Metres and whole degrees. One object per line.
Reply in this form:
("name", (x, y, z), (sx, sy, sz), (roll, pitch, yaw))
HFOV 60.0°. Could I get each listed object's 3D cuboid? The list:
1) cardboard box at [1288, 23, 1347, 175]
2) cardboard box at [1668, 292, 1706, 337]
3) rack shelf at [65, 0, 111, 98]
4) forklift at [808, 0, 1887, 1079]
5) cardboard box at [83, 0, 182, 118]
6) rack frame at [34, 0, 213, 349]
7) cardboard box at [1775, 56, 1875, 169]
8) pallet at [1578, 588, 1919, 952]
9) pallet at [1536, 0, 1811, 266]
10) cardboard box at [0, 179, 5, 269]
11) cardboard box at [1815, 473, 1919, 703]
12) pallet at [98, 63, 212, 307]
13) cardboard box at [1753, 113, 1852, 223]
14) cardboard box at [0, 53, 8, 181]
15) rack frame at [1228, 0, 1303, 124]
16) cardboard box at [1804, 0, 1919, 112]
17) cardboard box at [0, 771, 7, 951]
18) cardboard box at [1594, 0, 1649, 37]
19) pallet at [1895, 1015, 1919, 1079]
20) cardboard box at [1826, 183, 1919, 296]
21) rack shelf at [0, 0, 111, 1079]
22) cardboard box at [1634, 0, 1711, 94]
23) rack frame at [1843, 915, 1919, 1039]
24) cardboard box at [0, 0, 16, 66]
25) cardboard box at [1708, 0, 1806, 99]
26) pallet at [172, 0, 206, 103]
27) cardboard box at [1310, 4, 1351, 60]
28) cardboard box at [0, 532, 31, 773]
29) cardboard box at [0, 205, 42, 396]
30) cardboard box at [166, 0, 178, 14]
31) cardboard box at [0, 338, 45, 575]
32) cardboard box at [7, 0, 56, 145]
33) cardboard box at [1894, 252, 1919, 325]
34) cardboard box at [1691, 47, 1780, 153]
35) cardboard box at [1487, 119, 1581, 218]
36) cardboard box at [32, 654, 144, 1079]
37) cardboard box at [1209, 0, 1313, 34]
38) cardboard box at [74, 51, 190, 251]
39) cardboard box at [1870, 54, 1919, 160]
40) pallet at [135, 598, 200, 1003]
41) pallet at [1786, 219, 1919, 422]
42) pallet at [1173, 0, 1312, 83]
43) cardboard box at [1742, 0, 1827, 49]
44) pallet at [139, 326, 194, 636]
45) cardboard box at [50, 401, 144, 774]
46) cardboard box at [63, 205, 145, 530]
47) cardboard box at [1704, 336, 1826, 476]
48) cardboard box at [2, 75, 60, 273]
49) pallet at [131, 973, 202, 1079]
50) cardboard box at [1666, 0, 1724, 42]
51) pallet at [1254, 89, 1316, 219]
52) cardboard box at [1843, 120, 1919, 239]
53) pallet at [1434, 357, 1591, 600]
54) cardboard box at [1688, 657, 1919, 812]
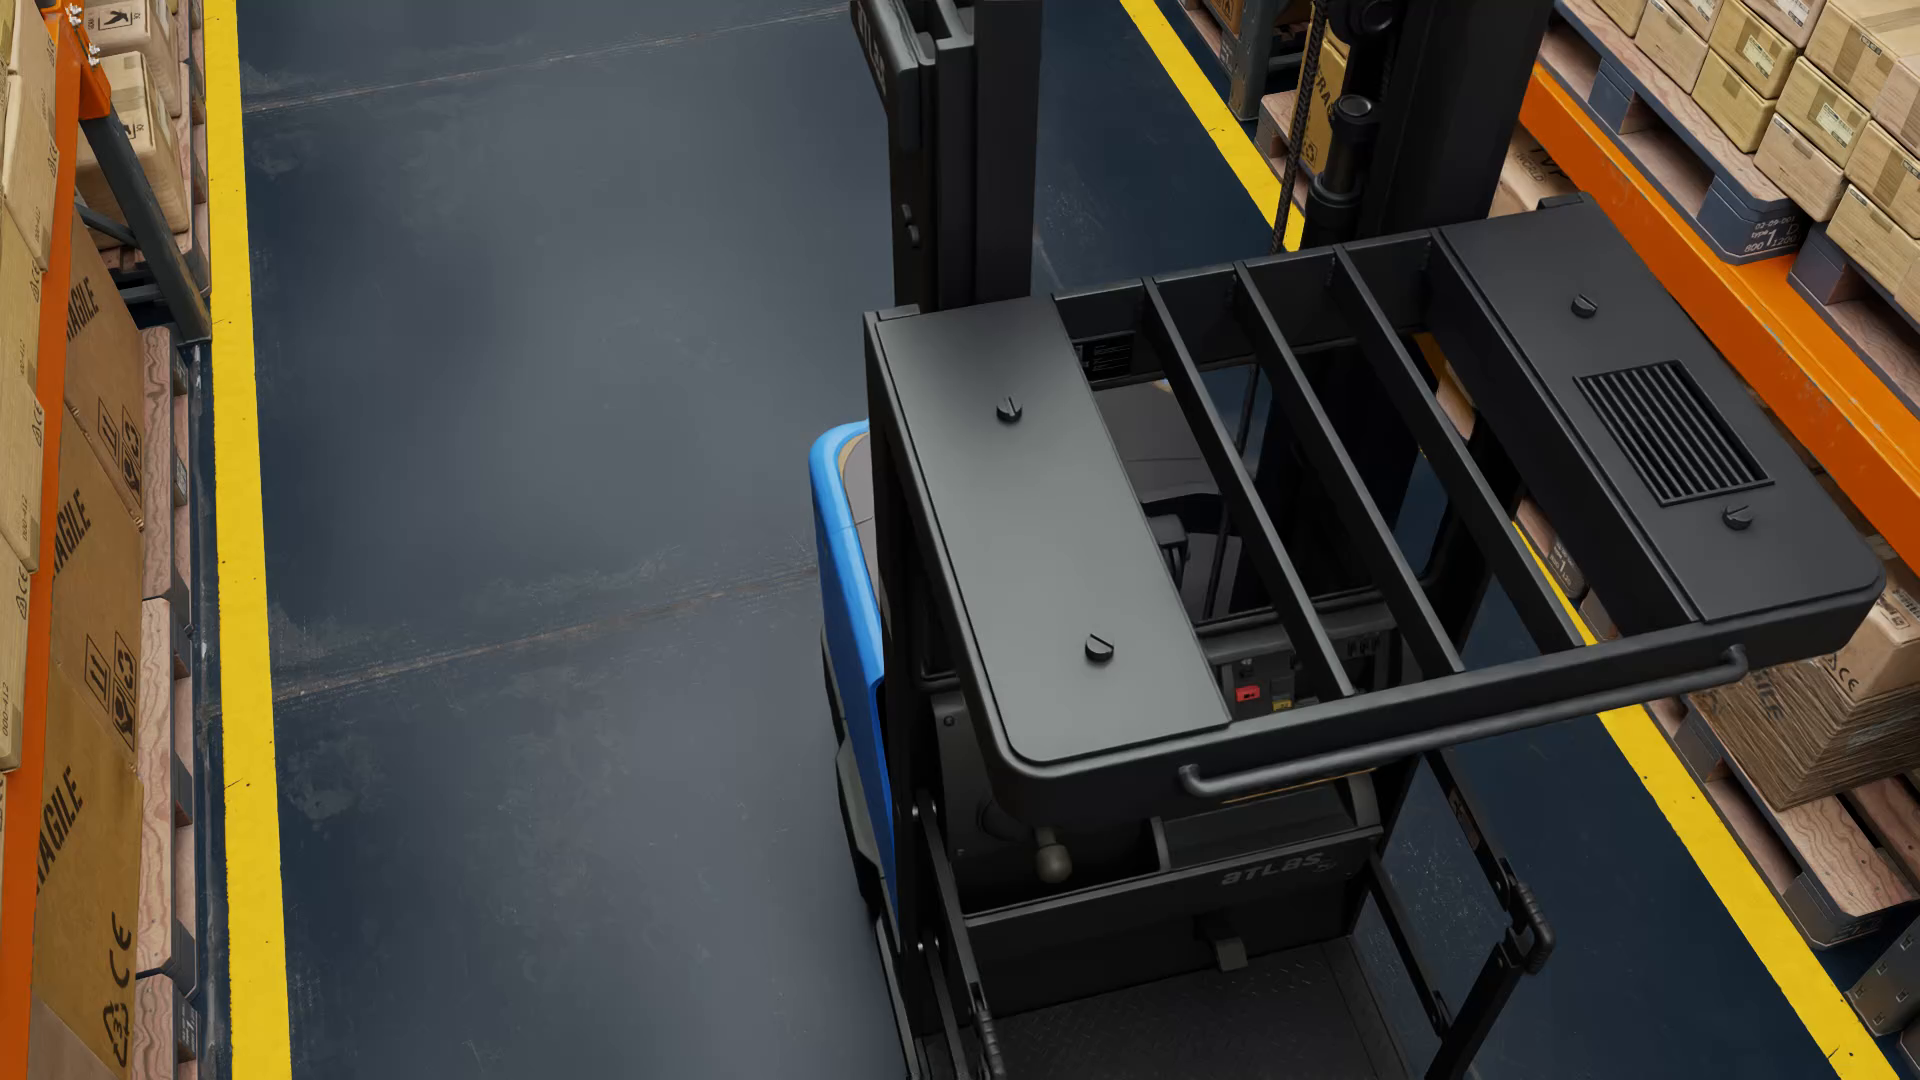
("cardboard box", (1.544, -1.545, 5.951), (0.500, 0.500, 0.500), (-15, 52, -13))
("cardboard box", (1.991, -0.688, 4.737), (0.500, 0.250, 0.500), (-15, 52, -13))
("rack shelf", (-3.711, -2.825, 6.140), (1.077, 0.370, 4.000), (-13, 51, -11))
("forklift", (0.467, 0.480, 2.929), (1.130, 2.935, 3.031), (-11, 51, -9))
("cardboard box", (-3.503, -1.837, 6.281), (0.950, 0.372, 0.625), (-14, 51, -12))
("rack frame", (-3.120, -1.596, 4.634), (1.000, 3.000, 0.127), (-13, 51, -11))
("cardboard box", (2.145, -1.027, 3.849), (0.380, 0.149, 0.250), (-16, 52, -13))
("pallet", (2.530, 0.462, 4.722), (1.003, 0.211, 1.213), (-13, 51, -11))
("pallet", (2.203, -1.291, 4.502), (1.003, 0.211, 1.213), (-13, 51, -11))
("cardboard box", (-2.408, -0.670, 3.624), (0.500, 0.250, 0.500), (-15, 51, -12))
("cardboard box", (2.300, 0.074, 4.096), (0.500, 0.250, 0.500), (-15, 51, -12))
("pallet", (-3.350, -1.269, 6.182), (1.003, 0.211, 1.213), (-13, 51, -11))
("cardboard box", (2.144, -0.925, 3.957), (0.380, 0.149, 0.250), (-15, 52, -13))
("cardboard box", (-2.579, -1.039, 3.935), (0.500, 0.250, 0.500), (-14, 51, -12))
("rack frame", (1.579, -2.790, 5.640), (1.000, 3.000, 0.127), (-13, 51, -11))
("cardboard box", (2.155, -1.120, 3.733), (0.380, 0.149, 0.250), (-15, 51, -12))
("cardboard box", (-1.969, 0.615, 2.868), (0.500, 0.250, 0.500), (-14, 51, -12))
("cardboard box", (1.912, -1.504, 4.445), (0.380, 0.149, 0.250), (-13, 51, -10))
("pallet", (2.994, 1.513, 3.836), (1.003, 0.211, 1.213), (-13, 51, -11))
("cardboard box", (2.232, -0.723, 3.787), (0.380, 0.149, 0.250), (-16, 52, -13))
("rack shelf", (-2.528, 0.096, 3.678), (1.077, 0.370, 4.000), (-13, 51, -11))
("cardboard box", (1.988, -1.313, 4.285), (0.380, 0.149, 0.250), (-15, 51, -12))
("rack frame", (2.762, 0.132, 3.177), (1.000, 3.000, 0.127), (-13, 51, -11))
("cardboard box", (-2.734, -1.413, 4.250), (0.500, 0.250, 0.500), (-13, 51, -11))
("cardboard box", (2.062, -1.226, 4.017), (0.380, 0.149, 0.250), (-13, 51, -11))
("pallet", (-3.707, -2.158, 6.931), (1.003, 0.211, 1.213), (-13, 51, -11))
("cardboard box", (1.552, -1.802, 5.677), (0.500, 0.250, 0.500), (-15, 52, -13))
("cardboard box", (-2.106, 0.237, 3.187), (0.500, 0.250, 0.500), (-14, 51, -11))
("cardboard box", (-2.423, -0.497, 3.805), (0.500, 0.250, 0.500), (-14, 51, -11))
("cardboard box", (-3.722, -2.392, 6.749), (0.950, 0.372, 0.625), (-12, 51, -10))
("cardboard box", (-2.245, -0.130, 3.496), (0.500, 0.250, 0.500), (-14, 51, -12))
("cardboard box", (-2.722, -1.237, 4.429), (0.500, 0.250, 0.500), (-15, 51, -12))
("cardboard box", (2.306, -0.540, 3.633), (0.380, 0.149, 0.250), (-13, 51, -11))
("cardboard box", (2.067, -1.118, 4.121), (0.380, 0.149, 0.250), (-11, 51, -9))
("cardboard box", (1.836, -1.068, 5.058), (0.500, 0.250, 0.500), (-13, 51, -11))
("cardboard box", (-2.471, 0.782, 3.744), (0.875, 0.875, 0.875), (-12, 51, -10))
("cardboard box", (1.485, -2.665, 6.731), (1.050, 0.750, 0.750), (-14, 51, -11))
("cardboard box", (-3.277, -1.300, 5.828), (0.950, 0.372, 0.625), (-16, 52, -13))
("cardboard box", (2.224, -0.940, 3.581), (0.380, 0.149, 0.250), (-13, 51, -11))
("pallet", (-2.602, 0.785, 4.450), (1.003, 0.211, 1.213), (-13, 51, -11))
("pallet", (2.675, -0.397, 3.749), (1.003, 0.211, 1.213), (-13, 51, -11))
("pallet", (1.418, -2.484, 7.206), (1.003, 0.211, 1.213), (-13, 51, -11))
("cardboard box", (2.072, -1.315, 3.897), (0.380, 0.149, 0.250), (-15, 52, -13))
("pallet", (-2.959, -0.105, 5.200), (1.003, 0.211, 1.213), (-13, 51, -11))
("cardboard box", (-2.735, 0.129, 4.295), (0.875, 0.875, 0.875), (-13, 51, -11))
("cardboard box", (-2.995, -0.524, 4.845), (0.875, 0.875, 0.875), (-14, 51, -11))
("cardboard box", (2.161, -0.305, 4.415), (0.500, 0.250, 0.500), (-11, 51, -9))
("cardboard box", (-2.556, -0.868, 4.118), (0.500, 0.250, 0.500), (-12, 51, -10))
("pallet", (-2.237, 1.677, 3.698), (1.003, 0.211, 1.213), (-13, 51, -11))
("cardboard box", (1.996, -1.405, 4.168), (0.380, 0.149, 0.250), (-12, 51, -10))
("pallet", (1.809, -1.320, 6.224), (1.003, 0.211, 1.213), (-13, 51, -11))
("cardboard box", (2.221, -0.837, 3.689), (0.380, 0.149, 0.250), (-15, 51, -12))
("pallet", (2.166, -0.430, 5.475), (1.003, 0.211, 1.213), (-13, 51, -11))
("cardboard box", (2.302, 0.319, 4.380), (0.500, 0.500, 0.500), (-14, 51, -12))
